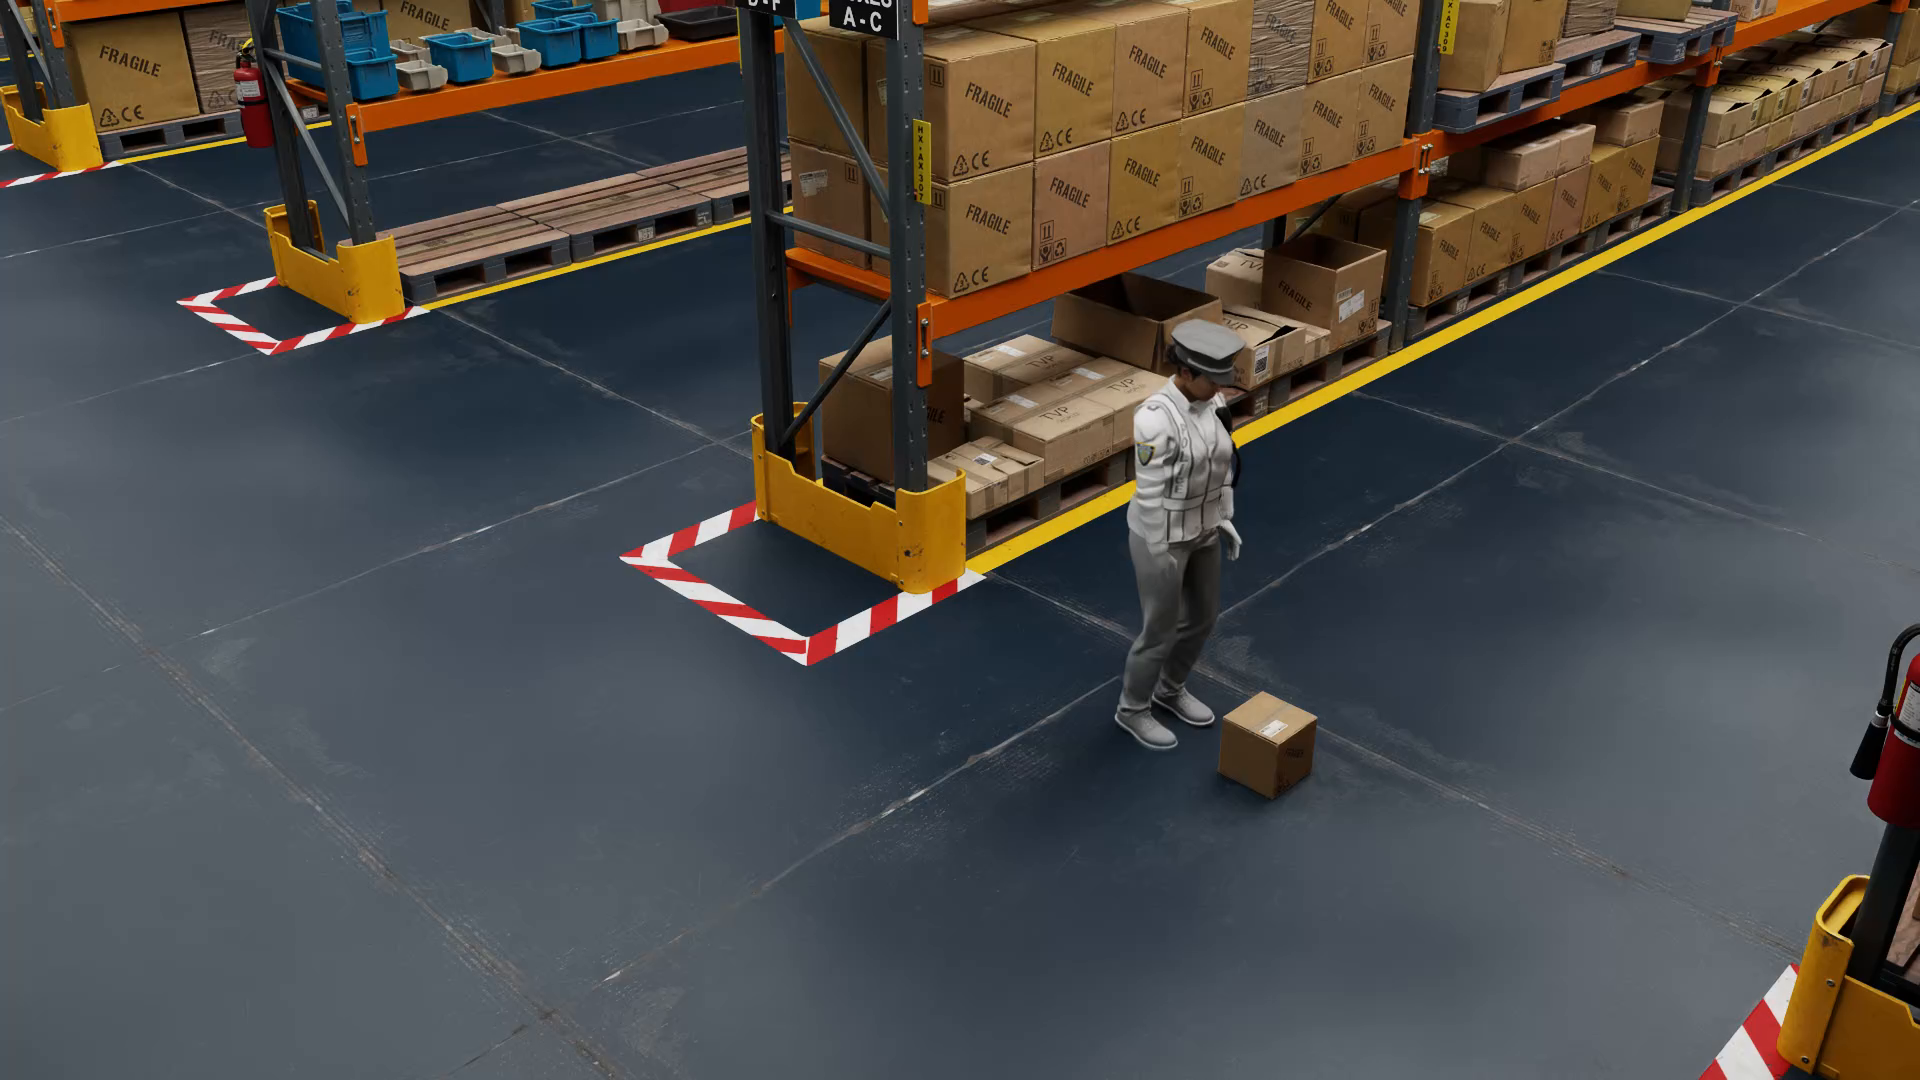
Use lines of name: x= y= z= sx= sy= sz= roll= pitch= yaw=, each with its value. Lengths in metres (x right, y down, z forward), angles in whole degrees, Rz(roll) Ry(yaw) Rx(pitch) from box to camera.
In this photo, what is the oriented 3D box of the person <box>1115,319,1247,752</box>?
person: x=0.826 y=-0.015 z=6.168 sx=0.479 sy=1.658 sz=0.352 roll=-24 pitch=36 yaw=-38
